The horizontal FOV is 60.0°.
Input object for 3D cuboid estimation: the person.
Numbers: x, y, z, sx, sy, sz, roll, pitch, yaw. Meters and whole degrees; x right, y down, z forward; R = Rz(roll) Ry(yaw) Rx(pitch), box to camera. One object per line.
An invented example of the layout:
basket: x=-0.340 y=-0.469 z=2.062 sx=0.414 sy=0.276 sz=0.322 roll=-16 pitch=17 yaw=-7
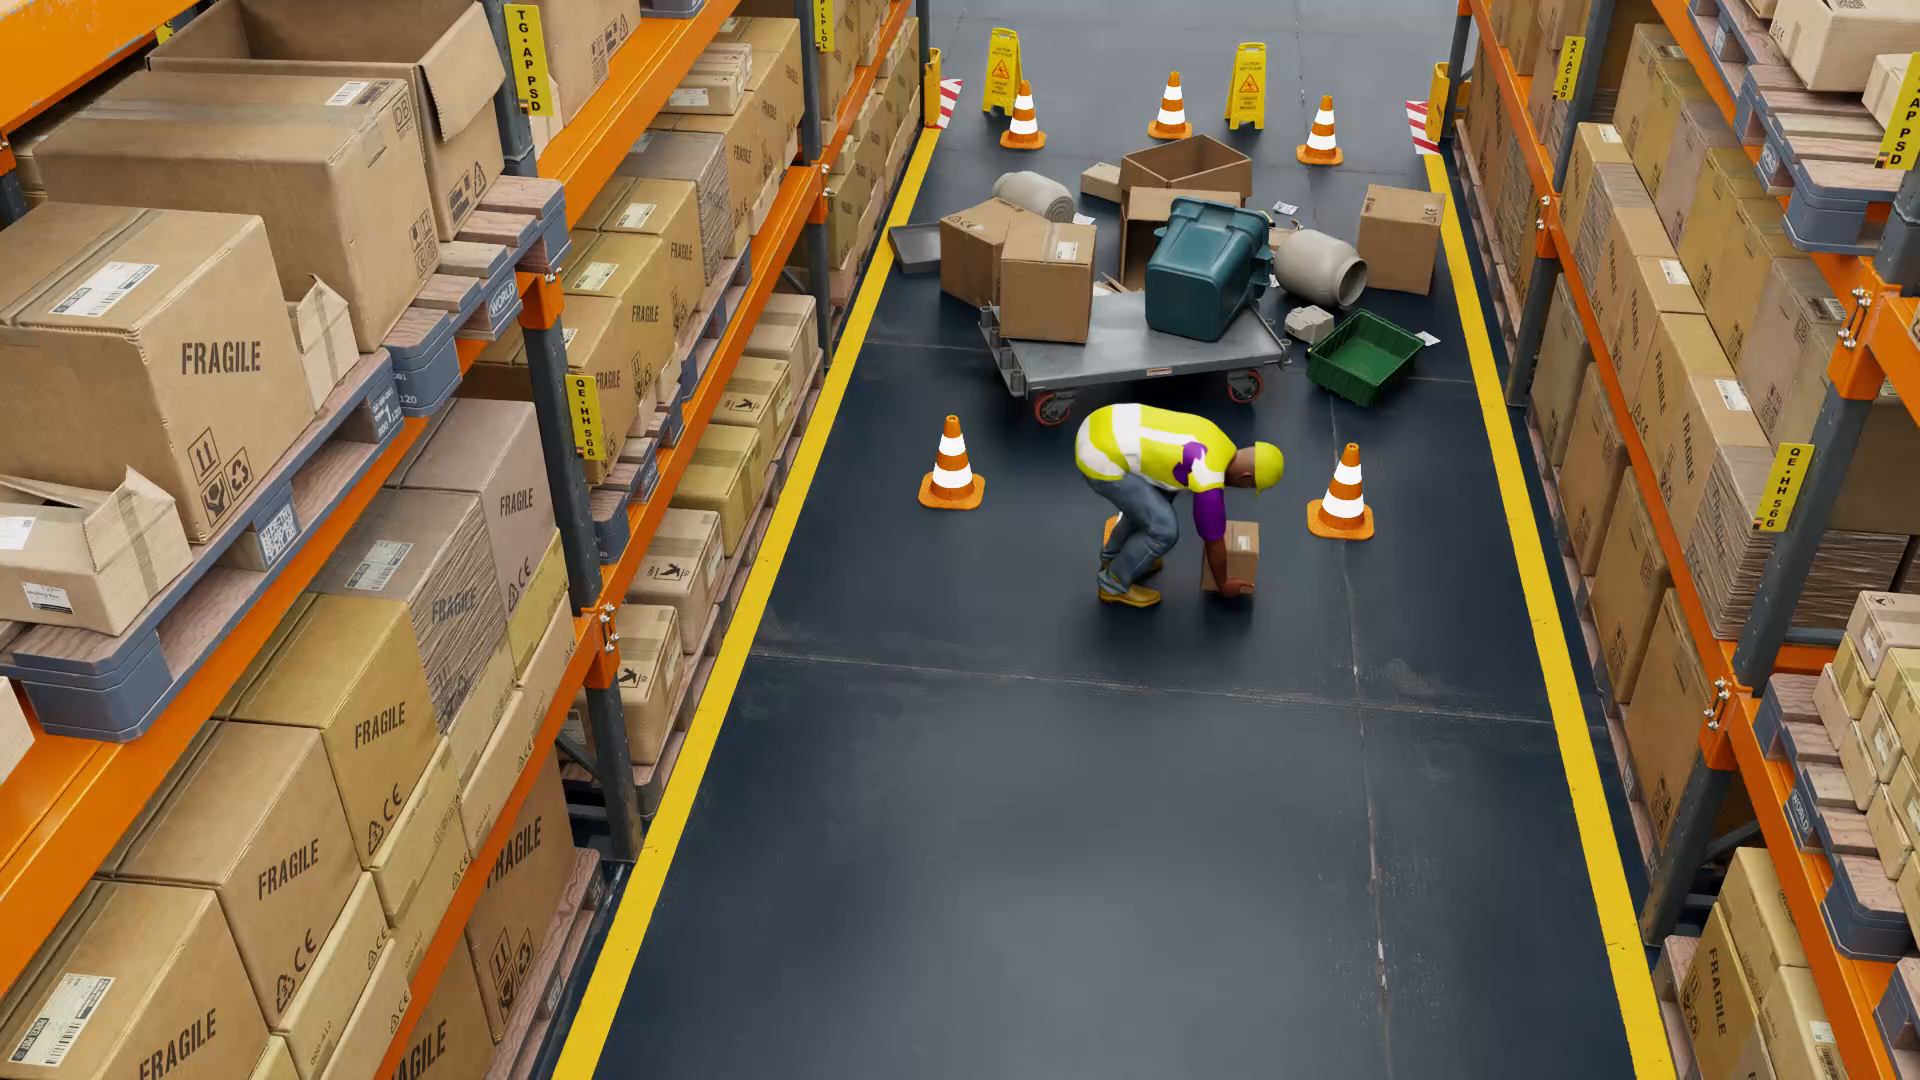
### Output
person: x=1.025 y=-0.180 z=7.924 sx=0.975 sy=0.992 sz=0.496 roll=3 pitch=36 yaw=4
